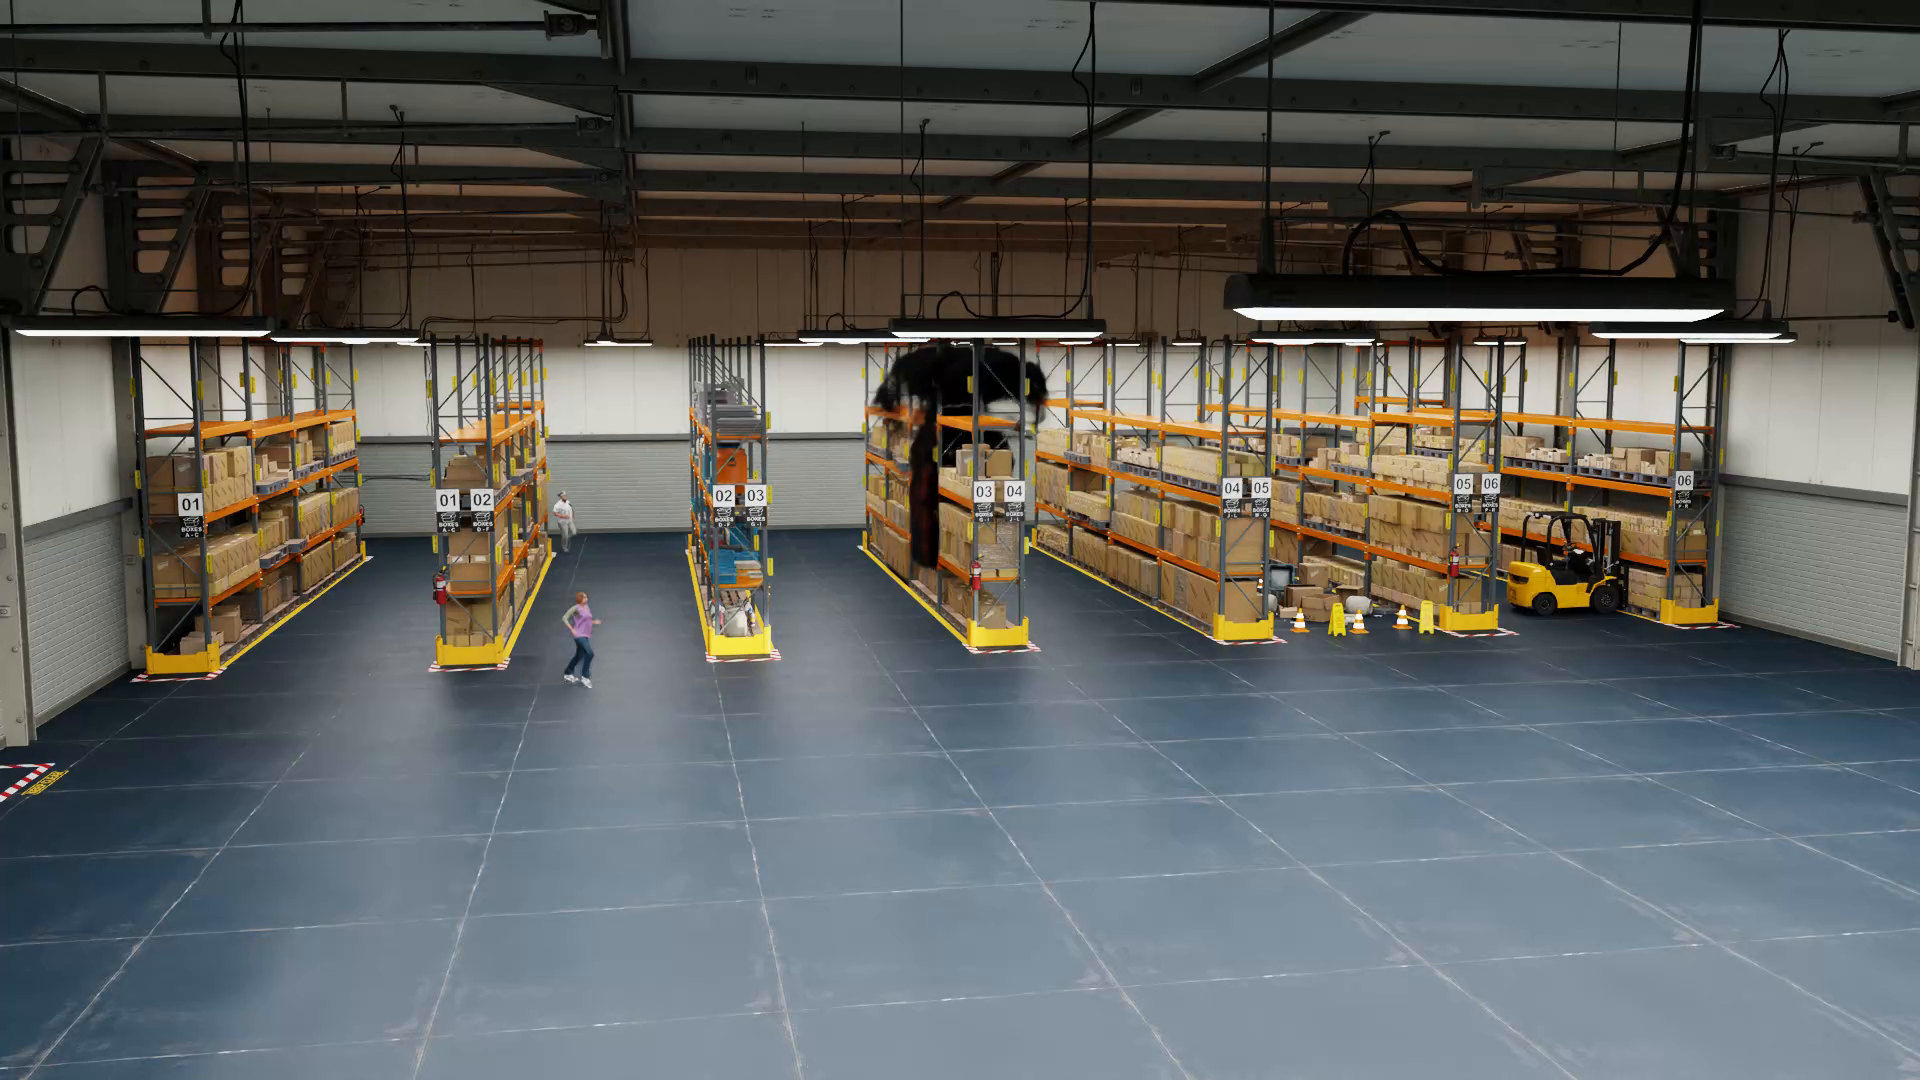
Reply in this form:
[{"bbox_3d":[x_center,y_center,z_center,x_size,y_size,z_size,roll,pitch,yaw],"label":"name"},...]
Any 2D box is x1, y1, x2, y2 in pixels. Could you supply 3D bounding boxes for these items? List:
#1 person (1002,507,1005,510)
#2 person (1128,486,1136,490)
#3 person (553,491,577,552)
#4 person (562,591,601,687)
[{"bbox_3d":[1.239,-0.235,45.367,0.535,1.536,0.567,-1,7,-10],"label":"person"},{"bbox_3d":[5.211,-0.835,50.269,0.623,1.628,0.565,-2,7,-20],"label":"person"},{"bbox_3d":[-11.151,-0.527,46.989,0.525,1.739,0.694,4,8,33],"label":"person"},{"bbox_3d":[-6.463,1.739,28.369,0.714,1.542,0.517,2,7,14],"label":"person"}]
